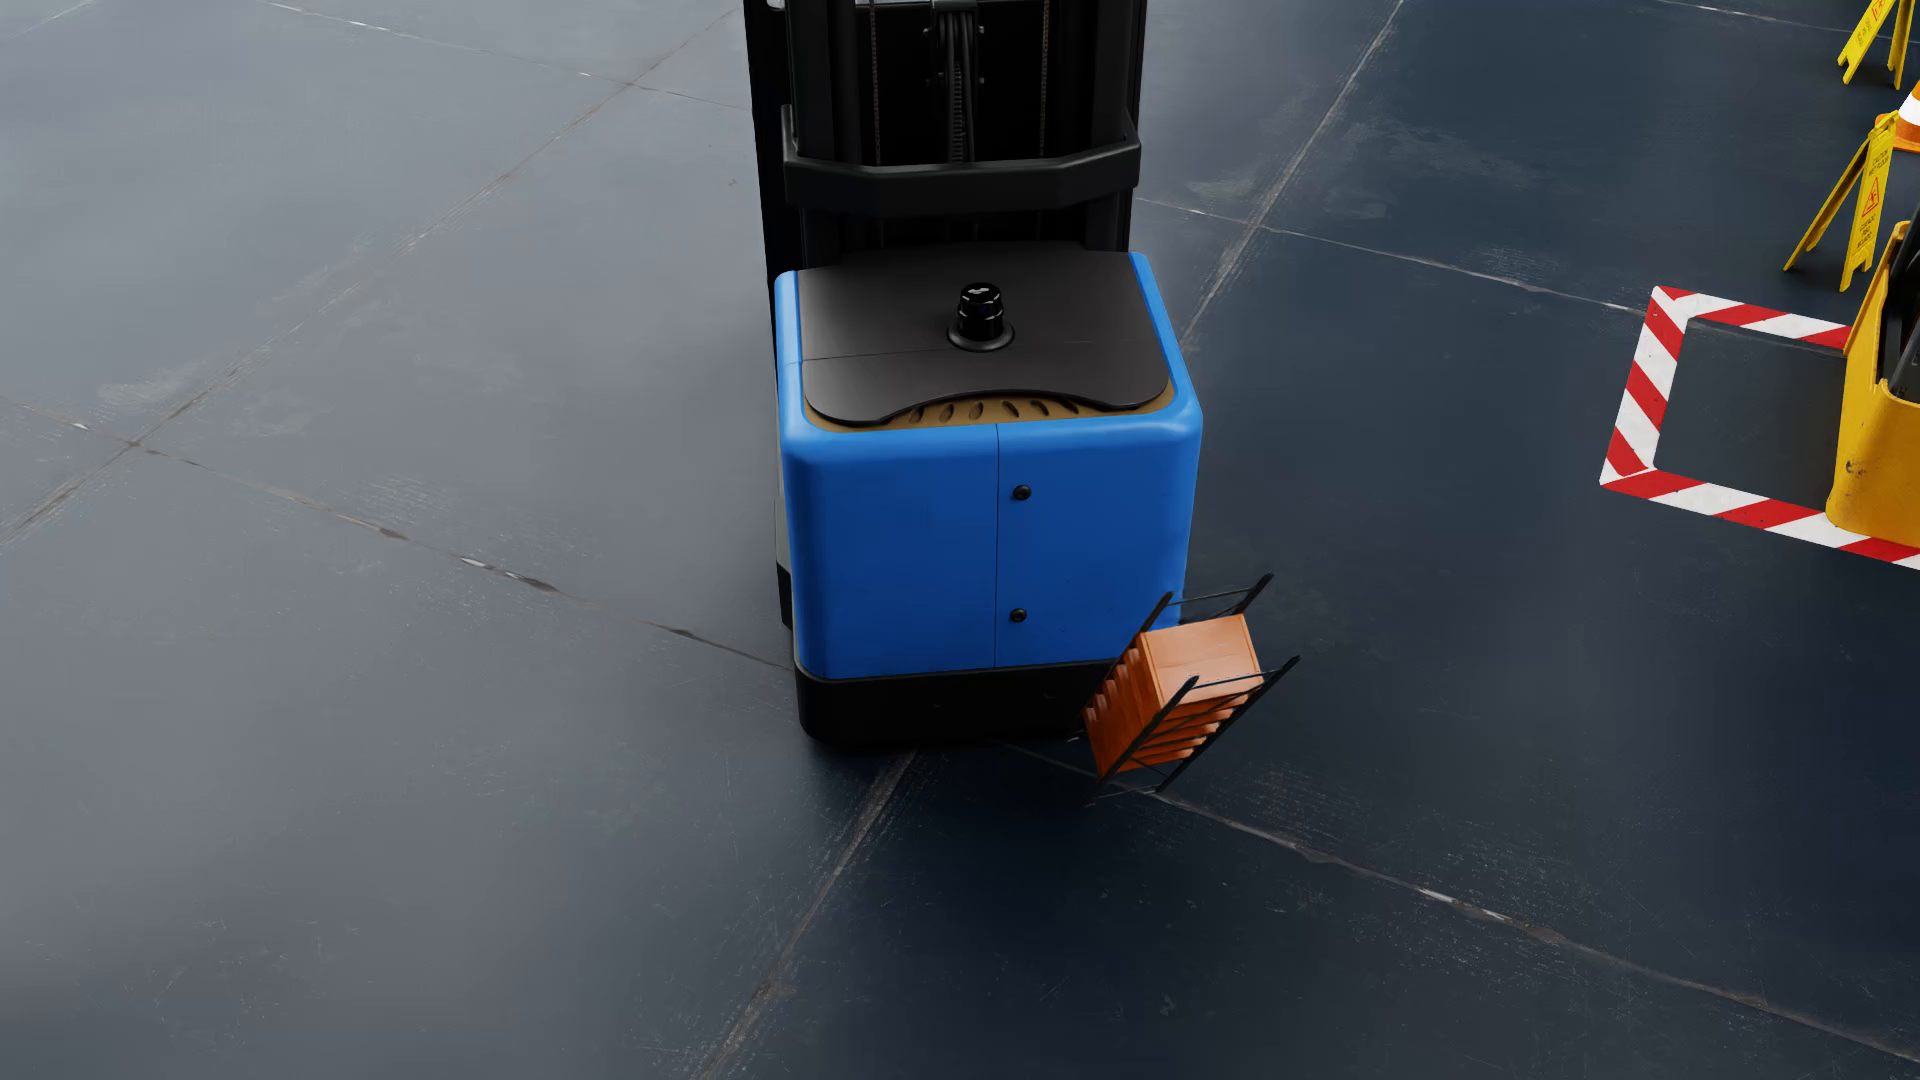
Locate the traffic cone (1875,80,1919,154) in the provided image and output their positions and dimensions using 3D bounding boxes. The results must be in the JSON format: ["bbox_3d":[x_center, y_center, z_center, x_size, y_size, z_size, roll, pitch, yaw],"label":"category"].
[{"bbox_3d":[4.189,-1.943,7.138,0.334,0.463,0.336,17,44,19],"label":"traffic cone"}]

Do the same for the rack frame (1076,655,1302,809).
[{"bbox_3d":[0.500,0.474,3.892,0.240,1.200,0.006,-10,70,-11],"label":"rack frame"}]

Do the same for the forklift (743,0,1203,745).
[{"bbox_3d":[-0.065,-1.514,4.759,1.130,2.935,3.031,-4,41,-5],"label":"forklift"}]

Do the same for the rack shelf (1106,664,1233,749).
[{"bbox_3d":[0.488,0.363,3.852,0.258,0.103,0.180,-10,70,-11],"label":"rack shelf"}]

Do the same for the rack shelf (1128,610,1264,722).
[{"bbox_3d":[0.518,0.276,3.630,0.258,0.103,0.180,-10,70,-11],"label":"rack shelf"}]

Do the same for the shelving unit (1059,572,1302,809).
[{"bbox_3d":[0.479,0.390,3.922,0.258,1.200,0.189,-10,70,-11],"label":"shelving unit"}]

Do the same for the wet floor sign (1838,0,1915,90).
[{"bbox_3d":[4.230,-2.411,7.539,0.232,0.644,0.267,10,42,11],"label":"wet floor sign"}]

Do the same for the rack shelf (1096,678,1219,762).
[{"bbox_3d":[0.474,0.406,3.963,0.258,0.103,0.180,-10,70,-11],"label":"rack shelf"}]

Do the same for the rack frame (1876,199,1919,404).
[{"bbox_3d":[3.093,-1.502,4.693,0.127,3.000,1.000,17,44,19],"label":"rack frame"}]

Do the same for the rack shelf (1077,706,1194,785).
[{"bbox_3d":[0.444,0.494,4.184,0.258,0.103,0.180,-10,70,-11],"label":"rack shelf"}]

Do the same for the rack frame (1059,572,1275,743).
[{"bbox_3d":[0.458,0.307,3.952,0.240,1.200,0.006,-10,70,-11],"label":"rack frame"}]

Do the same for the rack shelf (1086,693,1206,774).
[{"bbox_3d":[0.459,0.450,4.074,0.258,0.103,0.180,-10,70,-11],"label":"rack shelf"}]

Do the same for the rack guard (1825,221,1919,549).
[{"bbox_3d":[3.161,-0.536,5.487,0.348,0.500,1.175,17,44,19],"label":"rack guard"}]

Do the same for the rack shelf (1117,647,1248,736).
[{"bbox_3d":[0.503,0.319,3.741,0.258,0.103,0.180,-10,70,-11],"label":"rack shelf"}]

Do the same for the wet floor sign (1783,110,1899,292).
[{"bbox_3d":[3.373,-1.300,6.257,0.267,0.644,0.232,-33,51,-32],"label":"wet floor sign"}]
